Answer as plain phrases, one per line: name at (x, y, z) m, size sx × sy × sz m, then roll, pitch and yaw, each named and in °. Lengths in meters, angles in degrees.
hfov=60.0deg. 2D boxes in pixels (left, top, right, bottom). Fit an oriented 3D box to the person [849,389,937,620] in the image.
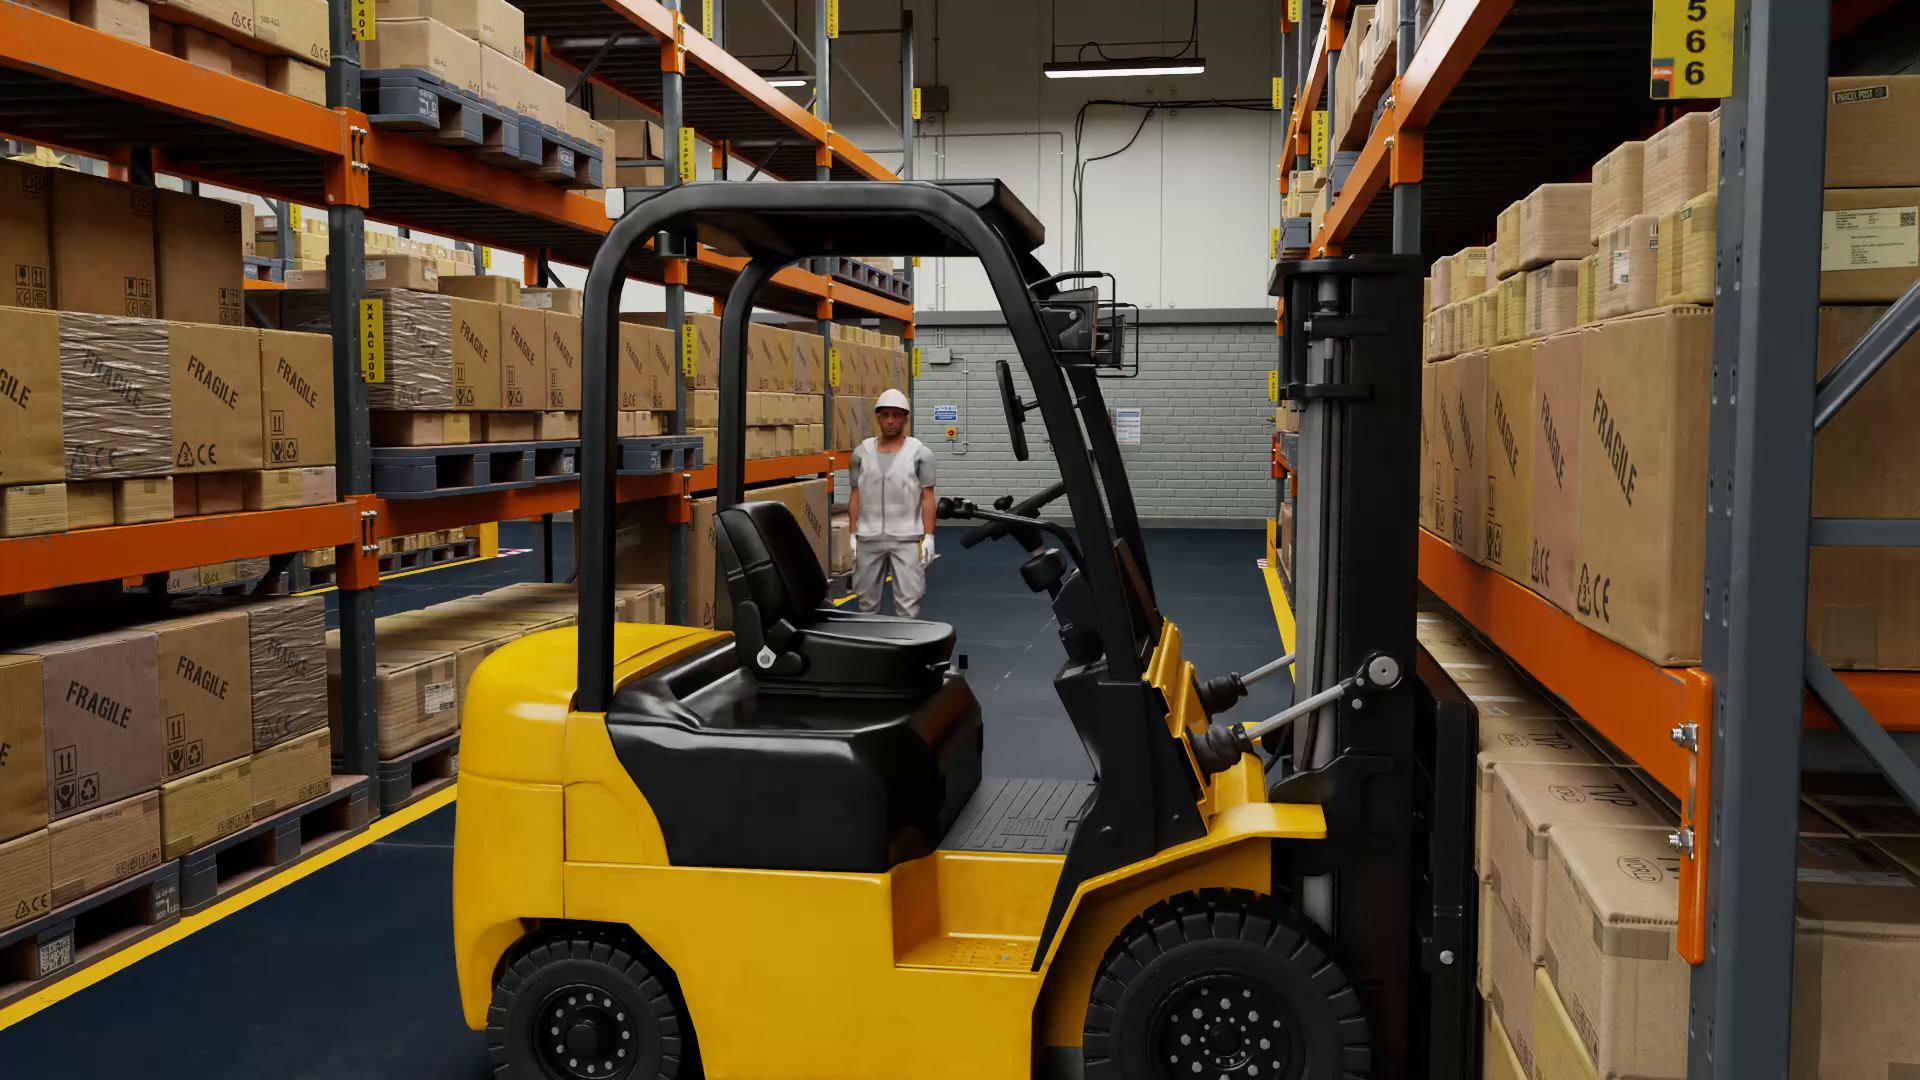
person at (-0.406, 0.032, 9.706) m, size 0.525 × 1.818 × 0.416 m, roll 1°, pitch 4°, yaw 10°
